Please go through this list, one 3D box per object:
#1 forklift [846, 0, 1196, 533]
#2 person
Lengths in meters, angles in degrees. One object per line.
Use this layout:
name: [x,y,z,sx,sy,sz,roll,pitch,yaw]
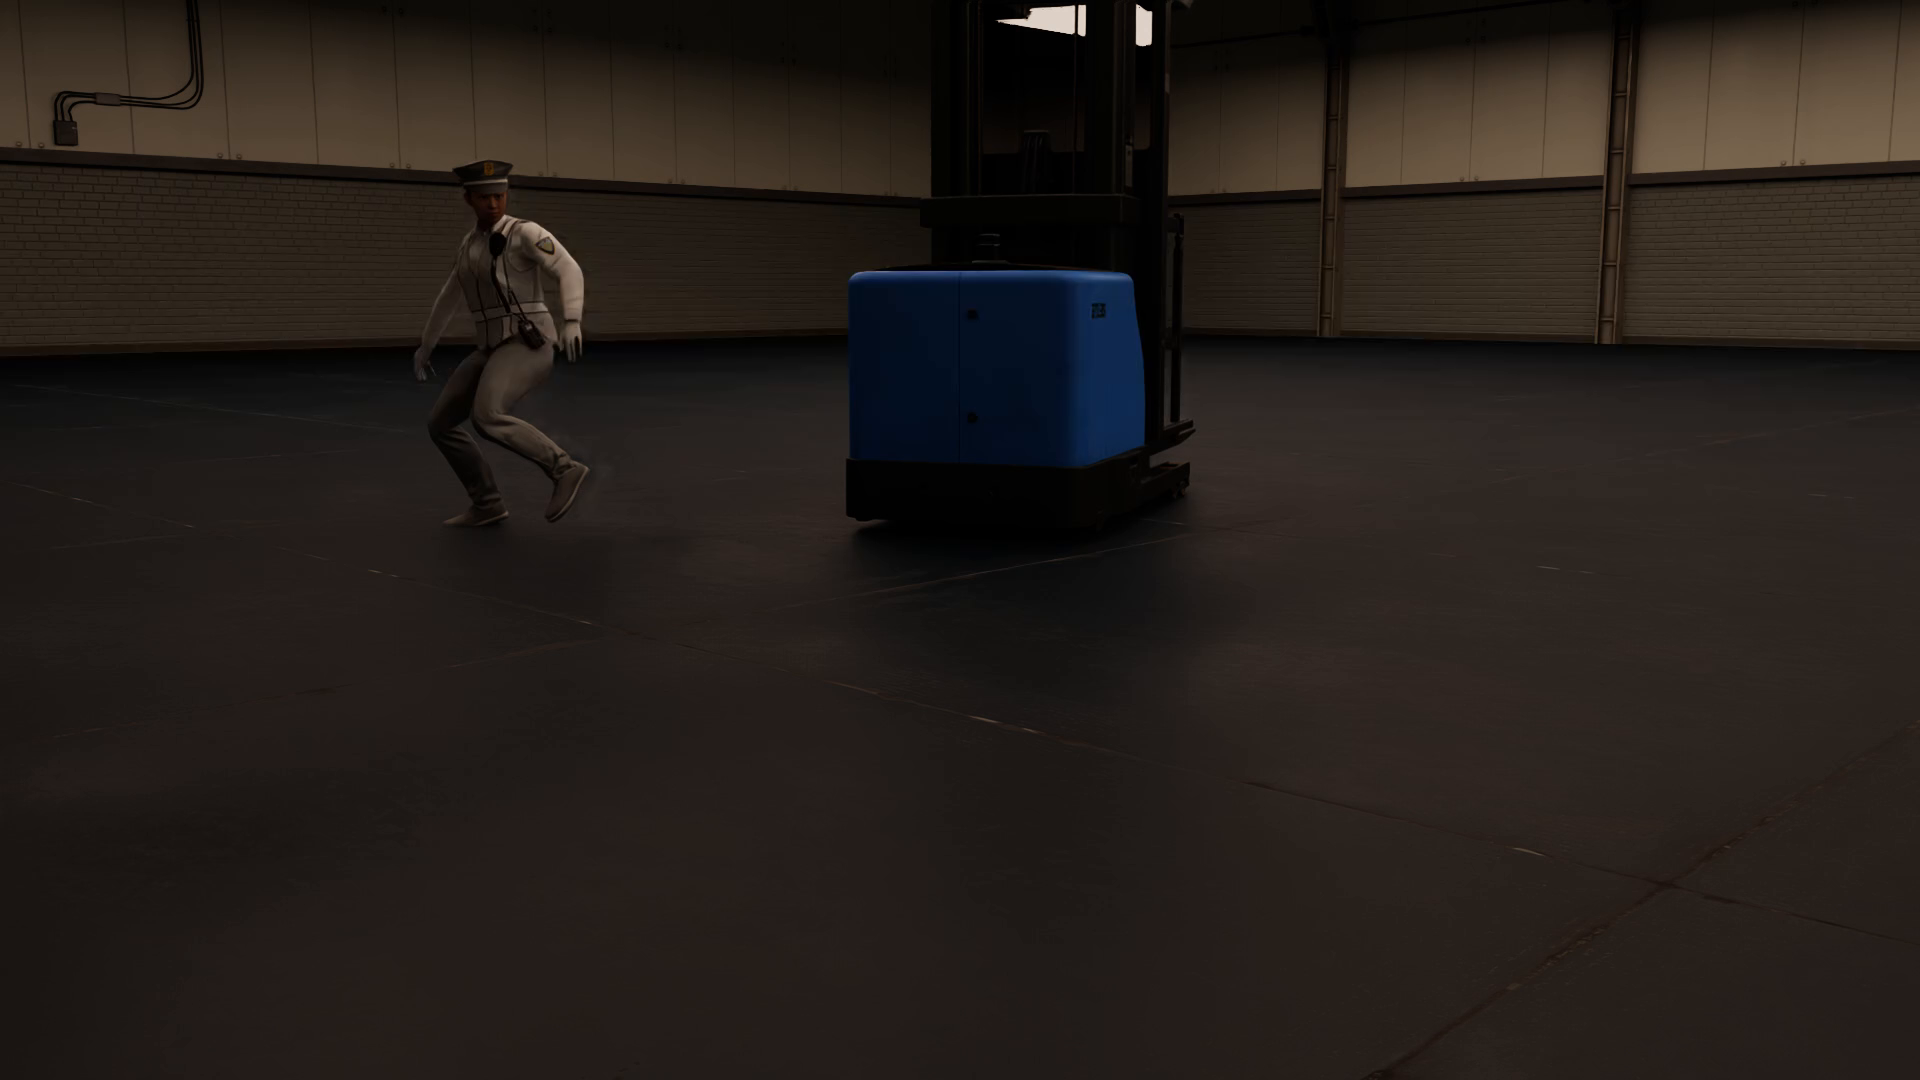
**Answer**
forklift: [0.499,-1.659,7.891,1.130,2.935,3.031,3,9,19]
person: [-1.933,-0.791,6.935,0.483,1.555,0.908,-8,12,-42]
